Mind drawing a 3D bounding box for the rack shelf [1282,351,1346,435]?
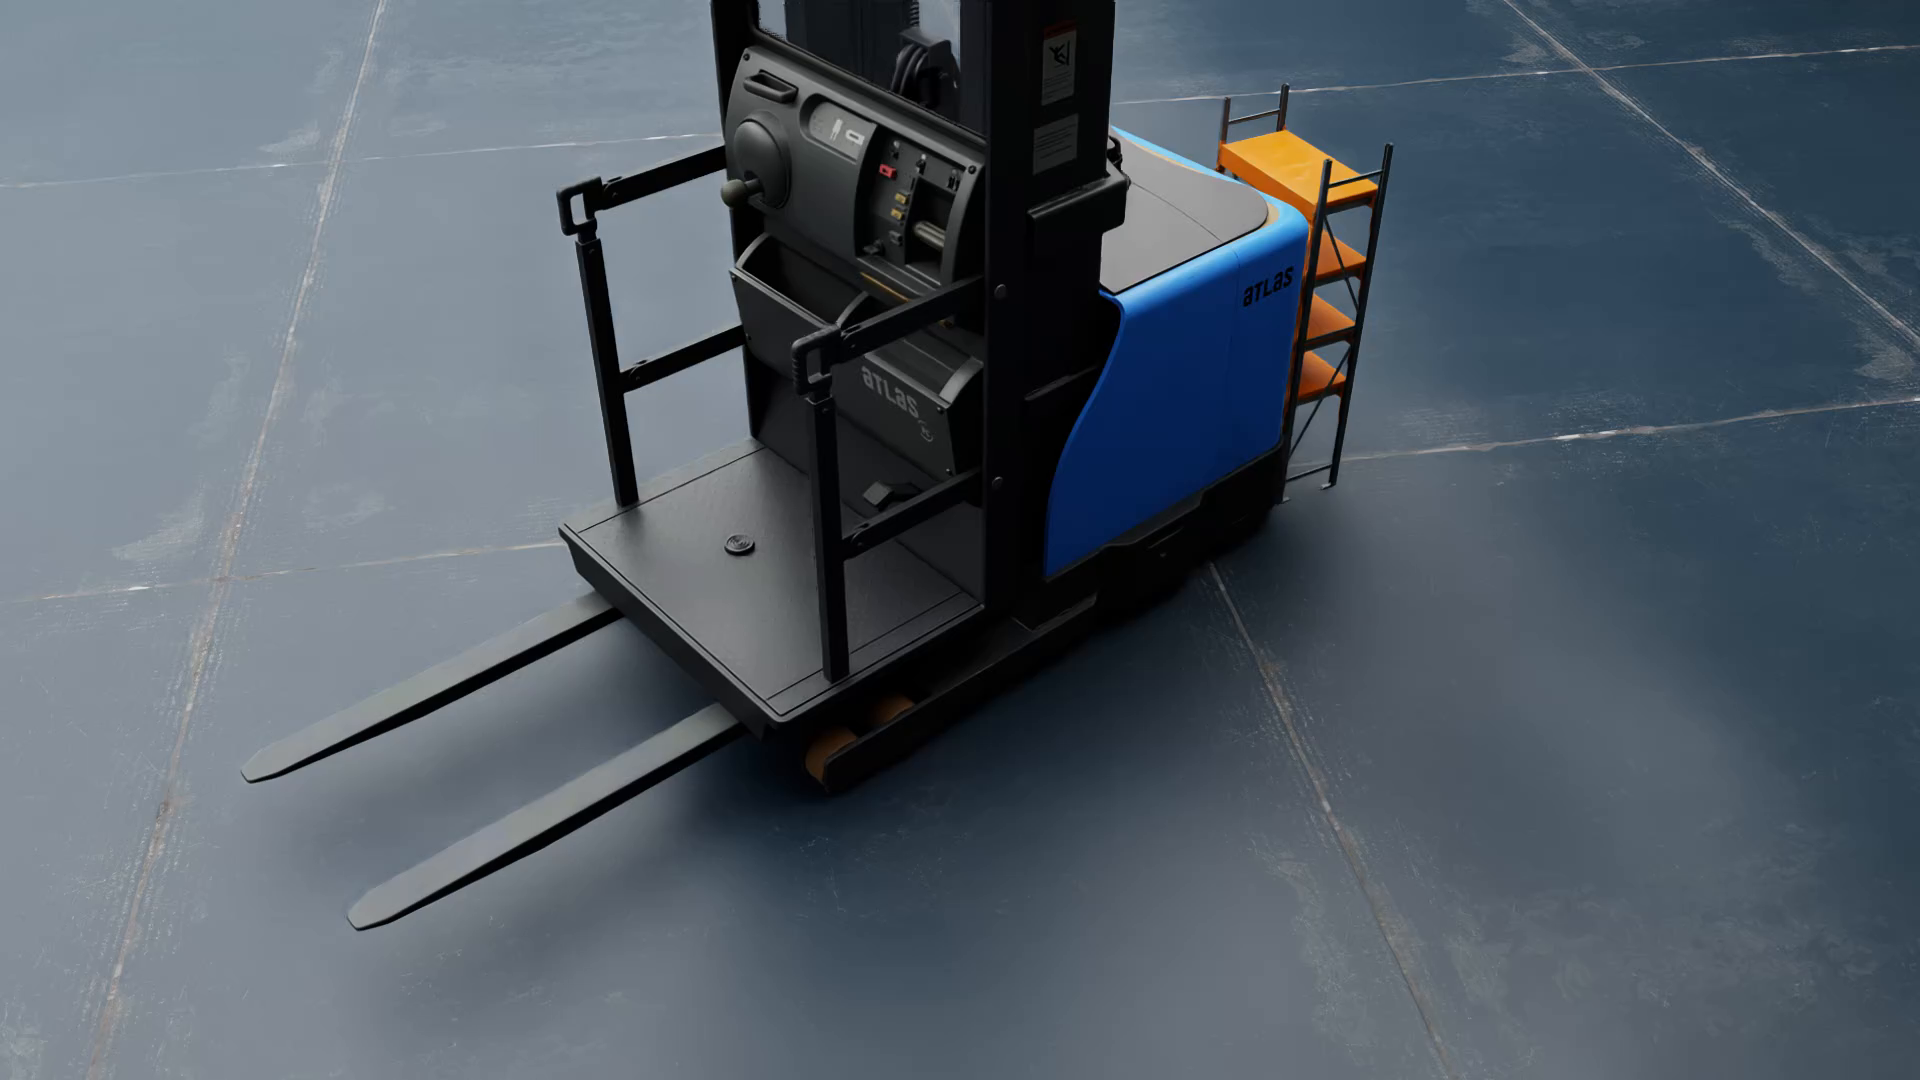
[{"bbox_3d":[1.015,-0.547,5.409,0.258,0.148,0.480,-18,41,-22],"label":"rack shelf"}]

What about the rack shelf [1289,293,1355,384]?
[{"bbox_3d":[1.015,-0.704,5.287,0.258,0.148,0.480,-18,41,-22],"label":"rack shelf"}]

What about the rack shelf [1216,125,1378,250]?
[{"bbox_3d":[1.015,-1.067,5.005,0.258,0.148,0.480,-18,41,-22],"label":"rack shelf"}]

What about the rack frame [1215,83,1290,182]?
[{"bbox_3d":[0.900,-0.889,5.416,0.240,1.200,0.015,-18,41,-22],"label":"rack frame"}]

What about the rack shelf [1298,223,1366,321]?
[{"bbox_3d":[1.015,-0.880,5.150,0.258,0.148,0.480,-18,41,-22],"label":"rack shelf"}]

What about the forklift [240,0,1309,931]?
[{"bbox_3d":[-0.438,-0.864,3.973,3.031,2.935,1.130,-28,46,-31],"label":"forklift"}]

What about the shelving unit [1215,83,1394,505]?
[{"bbox_3d":[1.015,-0.757,5.246,0.258,1.200,0.503,-18,41,-22],"label":"shelving unit"}]

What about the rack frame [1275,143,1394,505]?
[{"bbox_3d":[1.130,-0.625,5.076,0.240,1.200,0.015,-18,41,-22],"label":"rack frame"}]
